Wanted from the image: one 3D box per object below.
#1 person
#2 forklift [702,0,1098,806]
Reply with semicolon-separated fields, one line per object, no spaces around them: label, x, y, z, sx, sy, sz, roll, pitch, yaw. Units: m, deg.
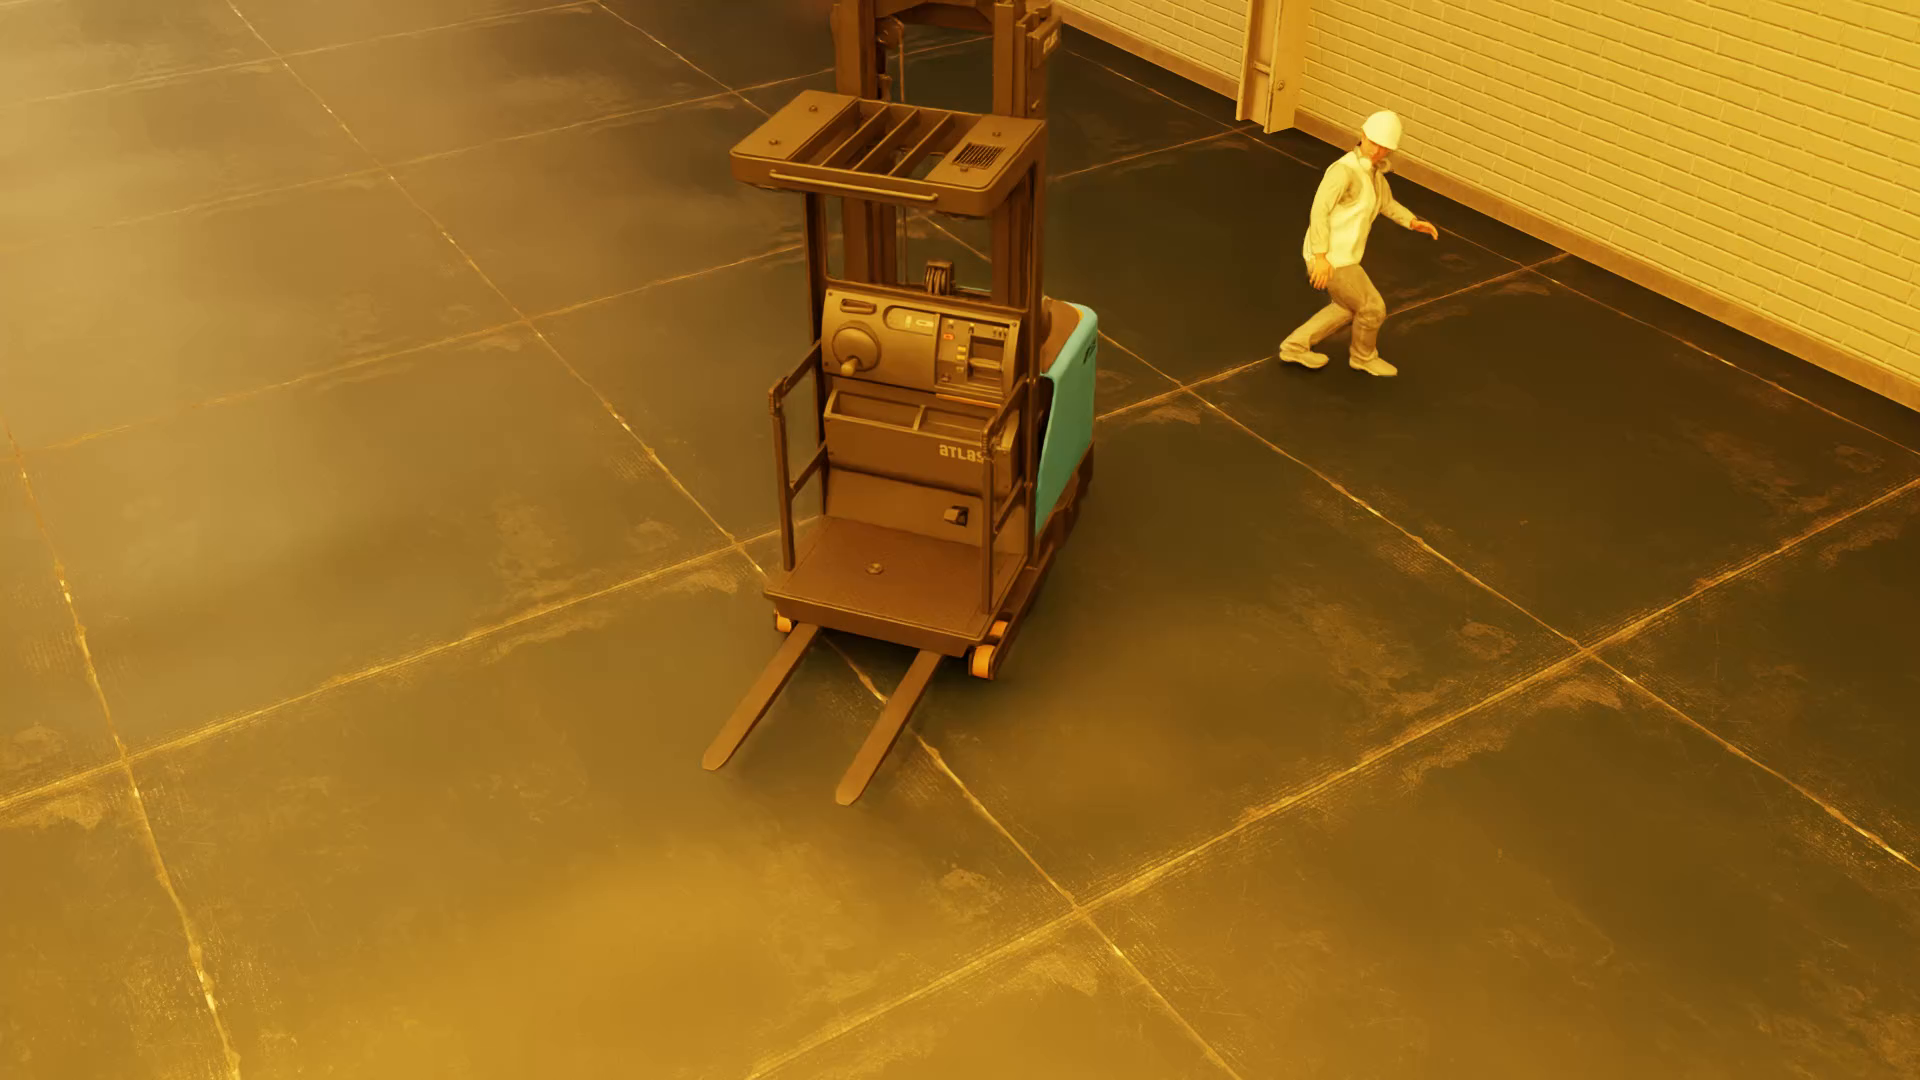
person;2.327;-1.639;9.625;0.807;1.648;0.818;9;36;12
forklift;-0.253;-0.818;7.312;1.130;2.935;3.031;12;37;16
